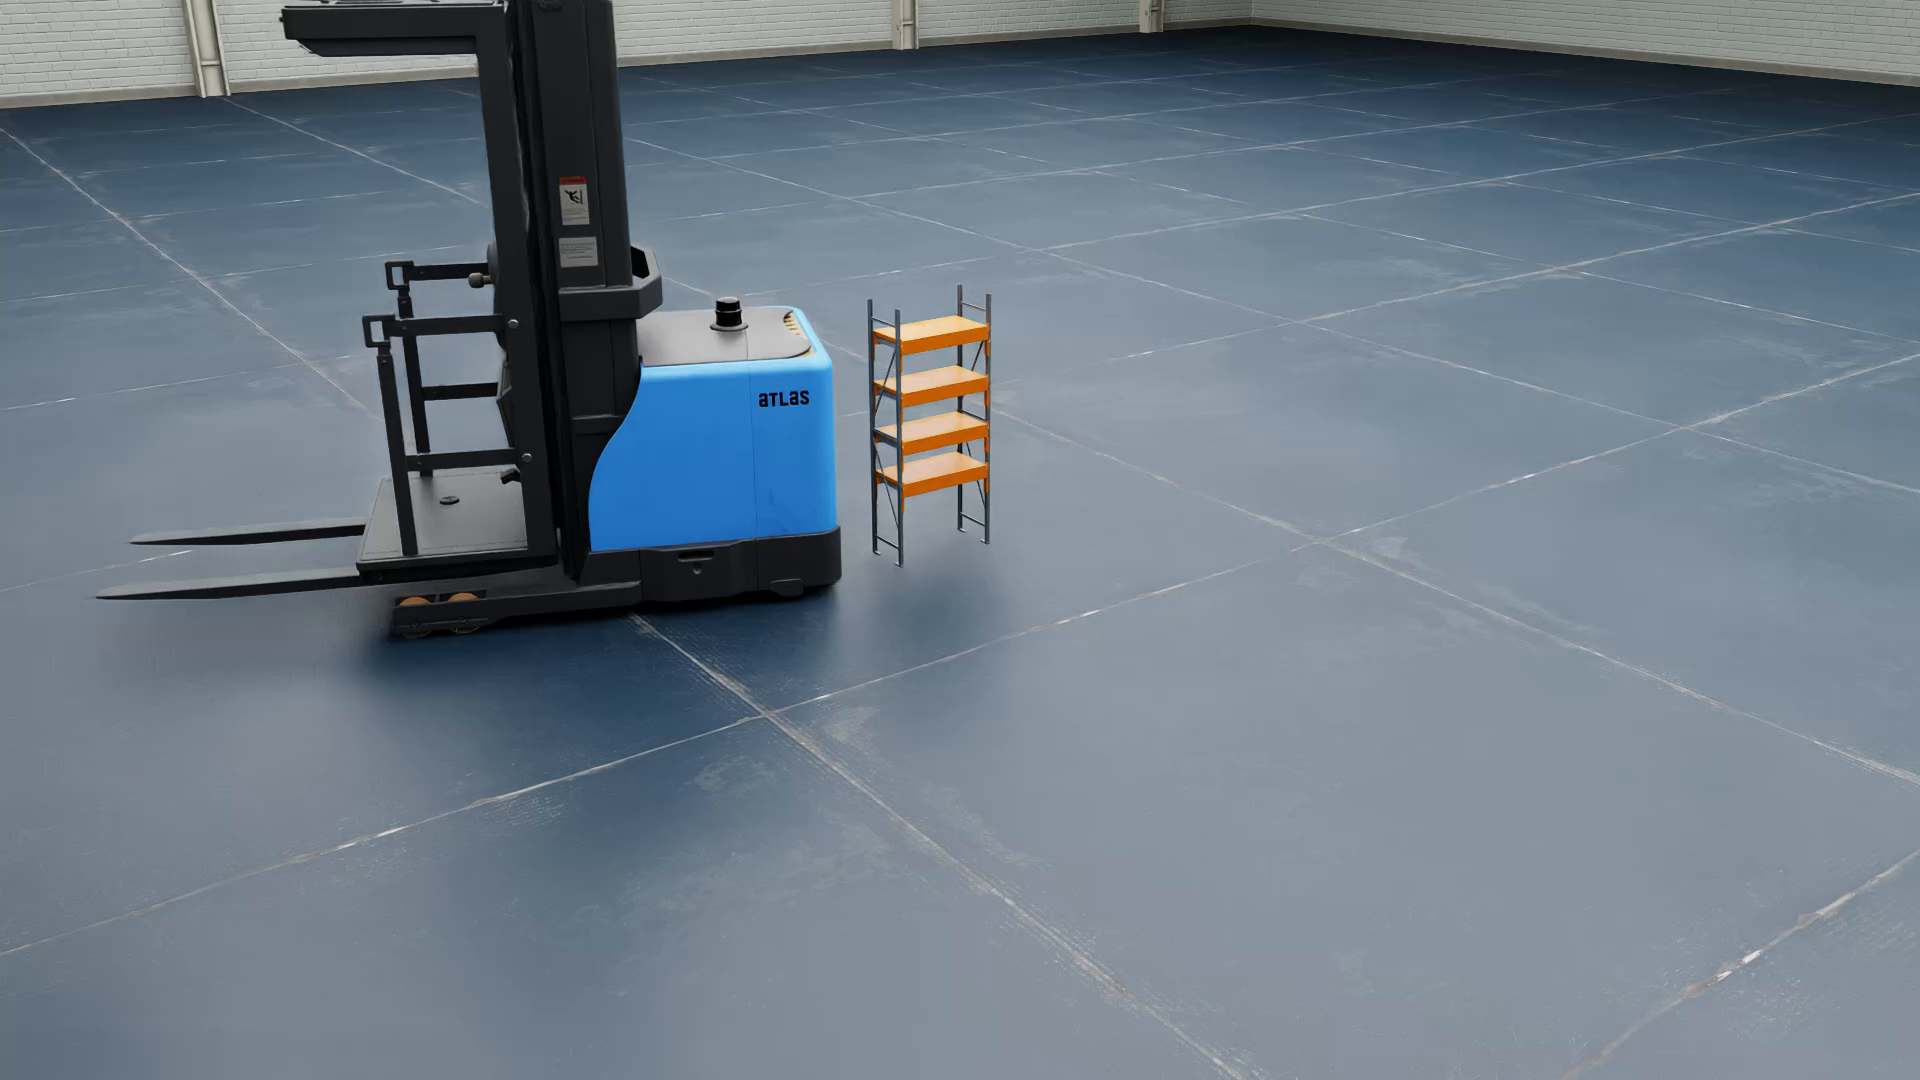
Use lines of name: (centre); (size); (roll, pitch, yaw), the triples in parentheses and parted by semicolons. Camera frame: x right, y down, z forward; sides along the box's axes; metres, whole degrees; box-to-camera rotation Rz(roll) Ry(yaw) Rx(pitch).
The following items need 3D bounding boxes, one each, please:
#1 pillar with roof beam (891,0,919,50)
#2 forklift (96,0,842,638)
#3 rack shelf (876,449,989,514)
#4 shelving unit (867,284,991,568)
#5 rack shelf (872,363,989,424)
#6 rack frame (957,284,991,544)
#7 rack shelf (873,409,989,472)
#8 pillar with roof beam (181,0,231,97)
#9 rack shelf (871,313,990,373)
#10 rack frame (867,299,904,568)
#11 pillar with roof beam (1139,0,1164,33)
pillar with roof beam: (1.510, -11.886, 25.542); (0.400, 9.000, 9.100); (-15, 26, -33)
forklift: (-2.093, -1.170, 6.874); (3.031, 2.935, 1.130); (-5, 22, -12)
rack shelf: (-0.134, -0.275, 7.683); (0.480, 0.148, 0.258); (-15, 26, -33)
shelving unit: (-0.134, -0.521, 7.584); (0.503, 1.200, 0.258); (-15, 26, -33)
rack shelf: (-0.134, -0.667, 7.526); (0.480, 0.148, 0.258); (-15, 26, -33)
rack frame: (0.064, -0.574, 7.717); (0.015, 1.200, 0.240); (-15, 26, -33)
rack shelf: (-0.134, -0.459, 7.609); (0.480, 0.148, 0.258); (-15, 26, -33)
pillar with roof beam: (-8.231, -9.289, 19.033); (0.400, 9.000, 9.100); (-15, 26, -33)
rack shelf: (-0.134, -0.886, 7.439); (0.480, 0.148, 0.258); (-15, 26, -33)
rack frame: (-0.332, -0.469, 7.452); (0.015, 1.200, 0.240); (-15, 26, -33)
pillar with roof beam: (6.381, -13.185, 28.797); (0.400, 9.000, 9.100); (-15, 26, -33)
